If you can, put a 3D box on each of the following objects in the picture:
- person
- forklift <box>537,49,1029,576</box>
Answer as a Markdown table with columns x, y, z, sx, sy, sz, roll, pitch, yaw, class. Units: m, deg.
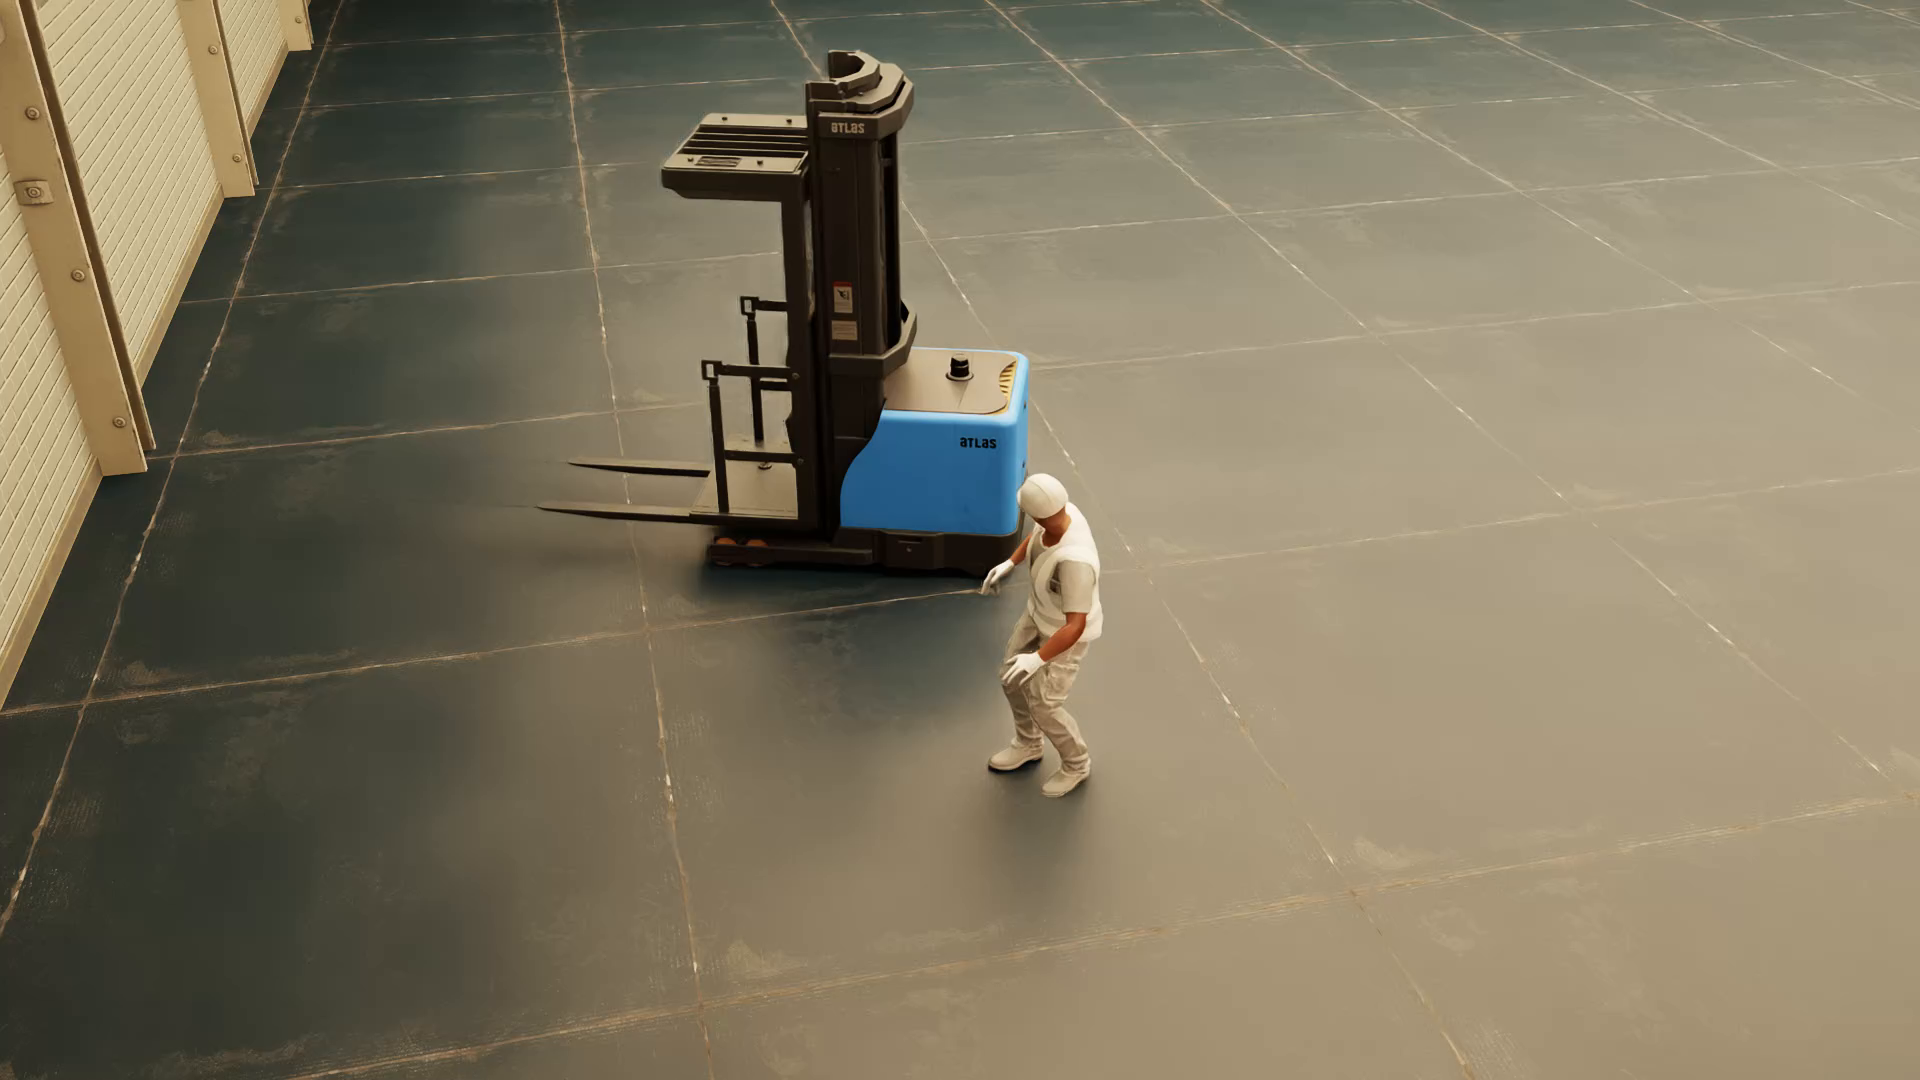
| x | y | z | sx | sy | sz | roll | pitch | yaw | class |
| --- | --- | --- | --- | --- | --- | --- | --- | --- | --- |
| 0.390 | 0.449 | 8.051 | 0.624 | 1.726 | 0.809 | -10 | 31 | -16 | person |
| -1.111 | -1.361 | 9.926 | 3.031 | 2.935 | 1.130 | 3 | 30 | 6 | forklift |
